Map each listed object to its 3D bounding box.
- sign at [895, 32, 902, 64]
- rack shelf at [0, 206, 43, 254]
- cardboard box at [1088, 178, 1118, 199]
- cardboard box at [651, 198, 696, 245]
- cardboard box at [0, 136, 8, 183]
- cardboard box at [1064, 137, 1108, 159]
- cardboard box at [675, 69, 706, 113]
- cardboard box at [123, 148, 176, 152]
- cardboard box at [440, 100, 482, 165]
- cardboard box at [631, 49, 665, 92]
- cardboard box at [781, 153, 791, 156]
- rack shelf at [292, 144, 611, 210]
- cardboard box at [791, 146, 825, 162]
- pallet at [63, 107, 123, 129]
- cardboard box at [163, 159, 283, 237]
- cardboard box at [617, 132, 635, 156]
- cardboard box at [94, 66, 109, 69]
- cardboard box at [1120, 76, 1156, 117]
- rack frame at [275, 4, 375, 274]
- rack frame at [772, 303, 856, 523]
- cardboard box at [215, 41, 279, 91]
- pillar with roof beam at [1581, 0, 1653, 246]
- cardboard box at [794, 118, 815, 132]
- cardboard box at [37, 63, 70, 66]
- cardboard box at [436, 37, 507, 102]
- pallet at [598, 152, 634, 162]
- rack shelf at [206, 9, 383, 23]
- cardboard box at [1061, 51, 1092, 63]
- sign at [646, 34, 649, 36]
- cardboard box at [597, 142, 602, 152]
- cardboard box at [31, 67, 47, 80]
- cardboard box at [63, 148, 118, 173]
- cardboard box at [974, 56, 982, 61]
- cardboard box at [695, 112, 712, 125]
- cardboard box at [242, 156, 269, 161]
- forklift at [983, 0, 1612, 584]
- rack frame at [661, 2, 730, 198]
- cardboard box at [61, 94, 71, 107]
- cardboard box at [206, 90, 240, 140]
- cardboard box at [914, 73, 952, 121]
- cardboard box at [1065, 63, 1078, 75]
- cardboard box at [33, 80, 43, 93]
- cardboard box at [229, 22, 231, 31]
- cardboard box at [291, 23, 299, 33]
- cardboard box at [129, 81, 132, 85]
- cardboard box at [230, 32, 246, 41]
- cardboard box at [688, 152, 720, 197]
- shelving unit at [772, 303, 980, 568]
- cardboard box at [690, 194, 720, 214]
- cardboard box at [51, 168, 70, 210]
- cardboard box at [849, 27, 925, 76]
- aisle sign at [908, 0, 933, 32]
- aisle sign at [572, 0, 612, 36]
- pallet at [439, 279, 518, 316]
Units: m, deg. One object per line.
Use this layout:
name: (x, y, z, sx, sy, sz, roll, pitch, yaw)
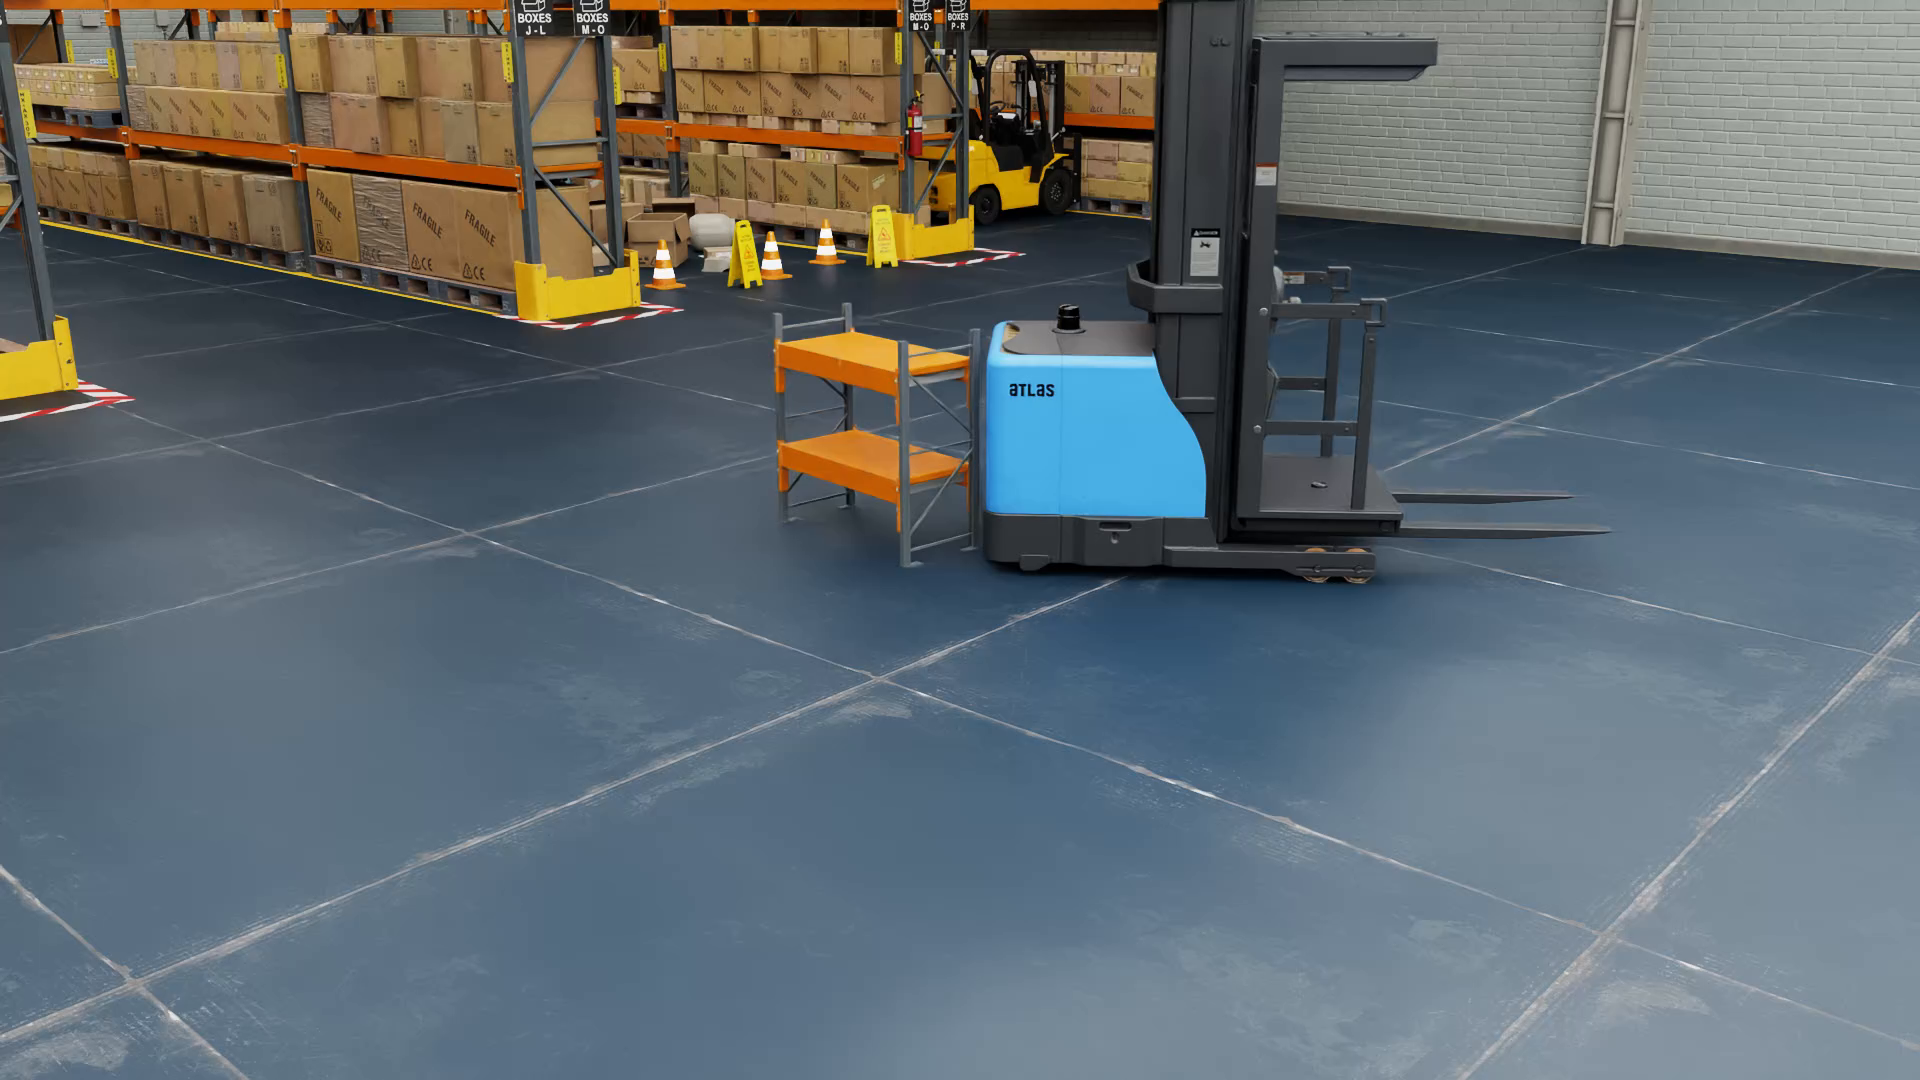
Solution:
sign: (-0.657, -5.248, 17.752, 0.005, 0.325, 0.100, 15, 23, 39)
rack shelf: (-8.347, -2.483, 12.667, 4.000, 0.370, 1.077, 15, 23, 39)
cardboard box: (2.092, -4.805, 22.645, 0.500, 0.250, 0.500, 15, 23, 39)
cardboard box: (-3.367, -3.757, 19.618, 0.500, 0.500, 0.500, -3, 18, -8)
cardboard box: (-7.244, -2.731, 11.600, 0.500, 0.500, 0.875, 15, 23, 39)
cardboard box: (1.697, -5.379, 22.800, 0.500, 0.250, 0.500, 15, 23, 40)
cardboard box: (-3.121, -5.508, 20.351, 0.500, 0.500, 0.500, 15, 23, 39)
cardboard box: (-10.201, -4.794, 20.957, 0.500, 0.250, 0.500, 15, 23, 39)
cardboard box: (-4.217, -3.768, 15.277, 0.550, 0.550, 0.875, 15, 23, 39)
cardboard box: (-3.763, -5.900, 20.893, 0.500, 0.500, 0.500, 15, 23, 38)
cardboard box: (-1.880, -4.455, 20.302, 0.500, 0.500, 0.500, 17, 24, 42)
rack shelf: (-4.979, -3.585, 16.139, 4.000, 0.370, 1.077, 15, 23, 39)
cardboard box: (-1.747, -4.488, 19.333, 0.250, 0.149, 0.380, 16, 24, 42)
pallet: (-10.071, -5.160, 20.230, 1.003, 0.211, 1.213, 15, 23, 39)
cardboard box: (-8.415, -3.943, 19.103, 0.750, 0.750, 1.050, 15, 23, 40)
cardboard box: (-5.744, -7.061, 29.339, 0.500, 0.500, 0.500, 16, 24, 42)
cardboard box: (-10.668, -5.897, 20.972, 0.250, 0.149, 0.380, 16, 24, 41)
cardboard box: (2.476, -5.878, 22.008, 0.500, 0.500, 0.500, 14, 23, 38)
rack frame: (-6.475, -4.330, 17.296, 0.127, 3.000, 1.000, 15, 23, 39)
rack frame: (-0.775, -0.680, 8.895, 0.500, 1.125, 0.032, -15, 23, -39)
cardboard box: (-7.614, -5.157, 18.083, 0.500, 0.500, 0.700, 15, 23, 40)
pillar with roof beam: (4.726, -6.815, 15.209, 0.400, 9.000, 9.100, 15, 23, 39)
cardboard box: (-1.698, -4.815, 19.239, 0.250, 0.149, 0.380, 15, 23, 39)
cardboard box: (-12.029, -6.264, 22.127, 0.250, 0.149, 0.380, 16, 24, 42)
cardboard box: (-4.208, -4.286, 15.124, 0.550, 0.550, 0.875, 15, 23, 39)
pallet: (-6.470, -7.009, 30.348, 1.213, 0.211, 1.003, 15, 23, 39)
rack shelf: (-10.744, -8.565, 26.870, 4.000, 0.370, 1.077, 15, 23, 39)
cardboard box: (1.590, -6.547, 22.553, 0.250, 0.149, 0.380, 16, 23, 40)
sign: (-5.591, -8.878, 29.714, 0.005, 0.325, 0.100, 15, 23, 39)
cardboard box: (-6.568, -7.087, 30.002, 0.250, 0.149, 0.380, 14, 22, 38)
cardboard box: (-11.297, -5.804, 20.679, 0.250, 0.149, 0.380, 16, 24, 41)
cardboard box: (-10.907, -4.782, 20.918, 0.500, 0.250, 0.500, 16, 23, 41)
cardboard box: (0.336, -6.933, 23.769, 0.250, 0.149, 0.380, 15, 23, 40)
cardboard box: (-3.019, -5.175, 20.376, 0.250, 0.149, 0.380, 16, 24, 41)
cardboard box: (-11.680, -6.748, 28.458, 0.875, 0.438, 0.875, 14, 22, 37)
forklift: (1.650, -1.354, 8.034, 3.031, 2.935, 1.130, 1, 18, 3)
rack frame: (-3.265, -5.470, 20.888, 0.127, 3.000, 1.000, 15, 23, 39)
cardboard box: (-10.702, -5.361, 20.266, 0.250, 0.149, 0.380, 15, 23, 39)
cardboard box: (-7.799, -4.625, 18.059, 0.500, 0.500, 0.500, 15, 23, 40)
cardboard box: (-0.443, -5.014, 18.795, 0.500, 0.500, 0.500, 15, 23, 38)
cardboard box: (1.598, -6.406, 22.599, 0.250, 0.149, 0.380, 15, 23, 40)
cardboard box: (-11.298, -5.661, 20.721, 0.250, 0.149, 0.380, 14, 23, 38)
cardboard box: (-11.915, -8.542, 27.679, 0.250, 0.149, 0.380, 16, 23, 41)
cardboard box: (-10.408, -8.118, 26.342, 0.250, 0.149, 0.380, 15, 23, 39)
cardboard box: (-10.101, -5.604, 20.541, 0.250, 0.149, 0.380, 14, 22, 38)
cardboard box: (-11.679, -8.141, 27.485, 0.500, 0.500, 0.500, 14, 23, 38)
cardboard box: (-3.003, -4.537, 20.562, 0.500, 0.500, 0.500, 16, 24, 42)
shelving unit: (-0.437, -0.565, 8.533, 0.538, 1.125, 1.048, -15, 23, -39)
cardboard box: (-3.003, -4.180, 20.675, 0.500, 0.250, 0.500, 14, 22, 37)
cardboard box: (-11.284, -4.528, 21.360, 0.500, 0.500, 0.500, 16, 23, 40)
cardboard box: (-0.800, -5.386, 18.314, 0.500, 0.500, 0.700, 14, 23, 38)
aisle sign: (-0.419, -5.828, 17.719, 0.004, 0.787, 0.394, 15, 23, 39)
aisle sign: (-3.231, -4.819, 14.541, 0.004, 0.787, 0.394, 15, 23, 39)
pallet: (-4.133, -2.340, 15.637, 1.213, 0.211, 1.003, 15, 23, 39)
